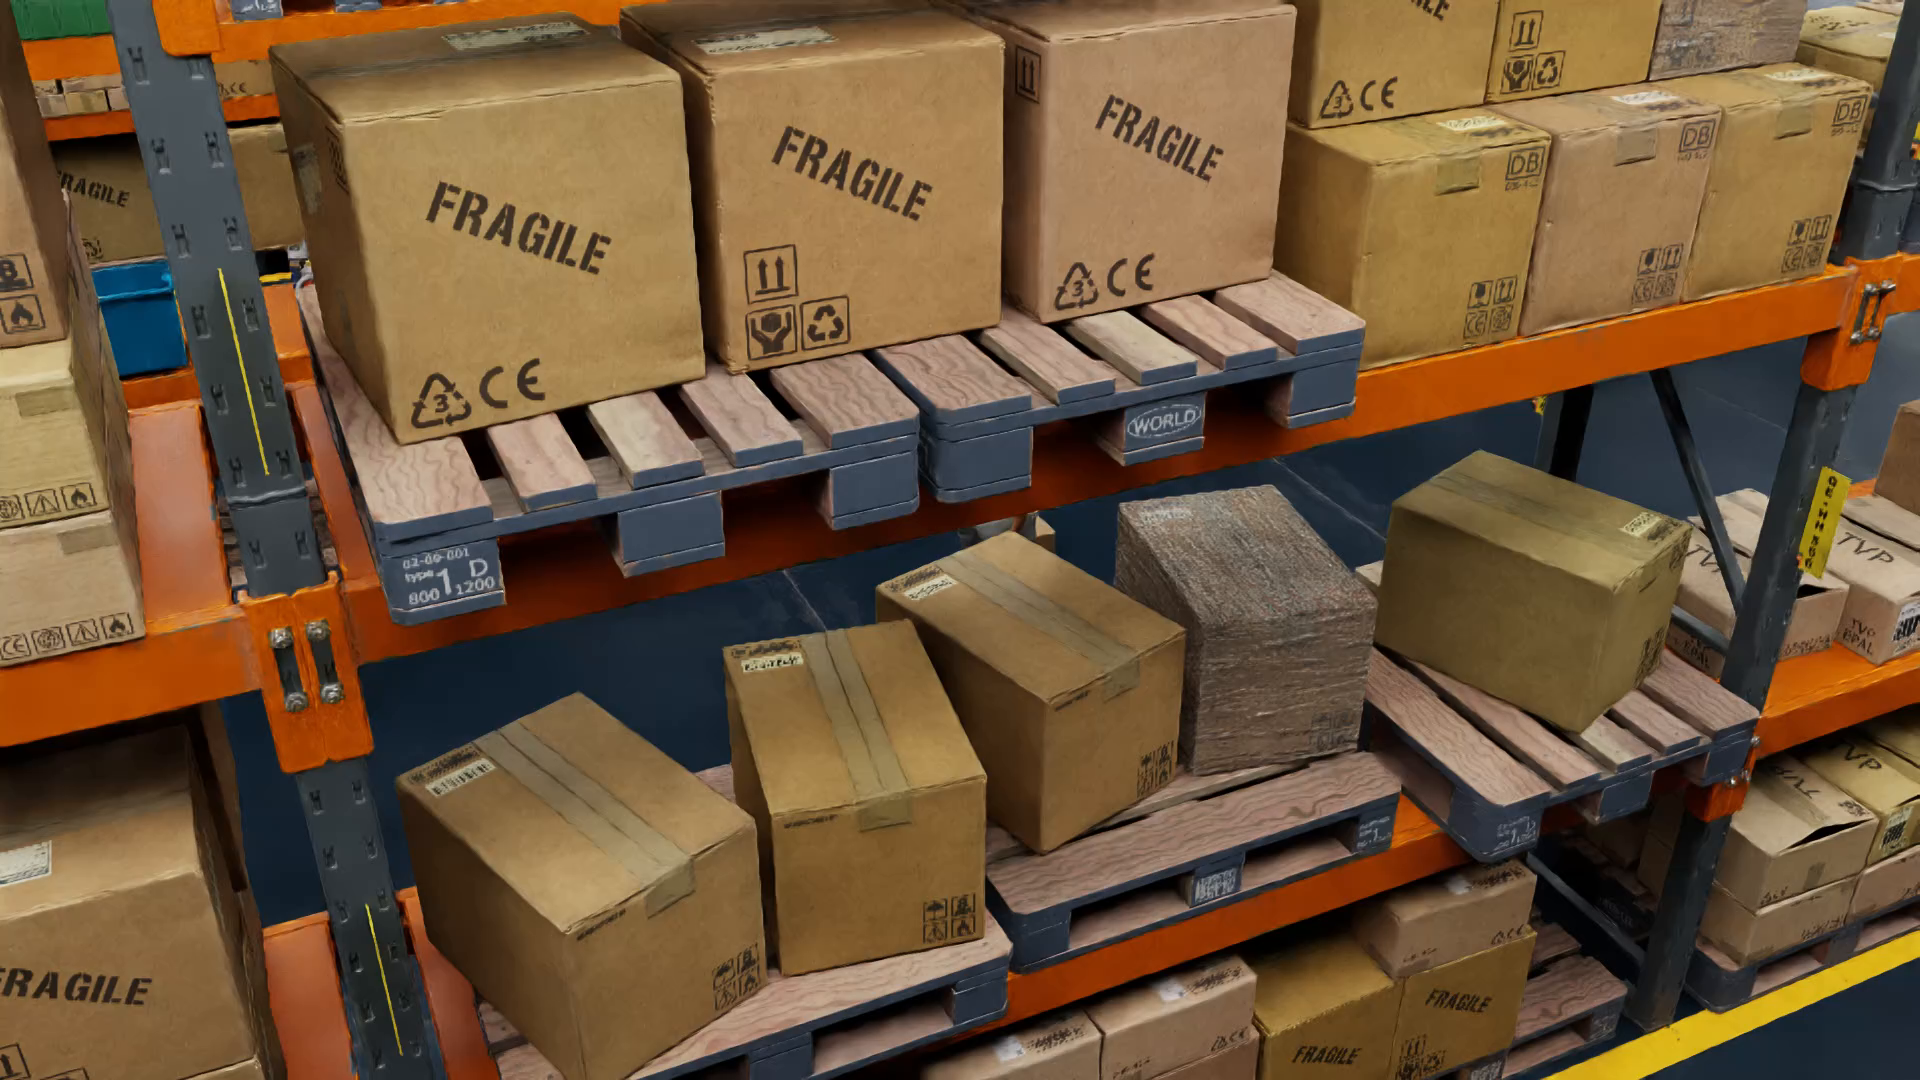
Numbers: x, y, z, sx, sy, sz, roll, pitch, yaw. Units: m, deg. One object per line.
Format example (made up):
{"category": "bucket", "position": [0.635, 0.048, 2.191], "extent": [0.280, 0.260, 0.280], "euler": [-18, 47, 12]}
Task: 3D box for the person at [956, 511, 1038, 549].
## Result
{"category": "person", "position": [0.177, -0.128, 7.375], "extent": [0.679, 1.641, 0.486], "euler": [-26, 38, -37]}
